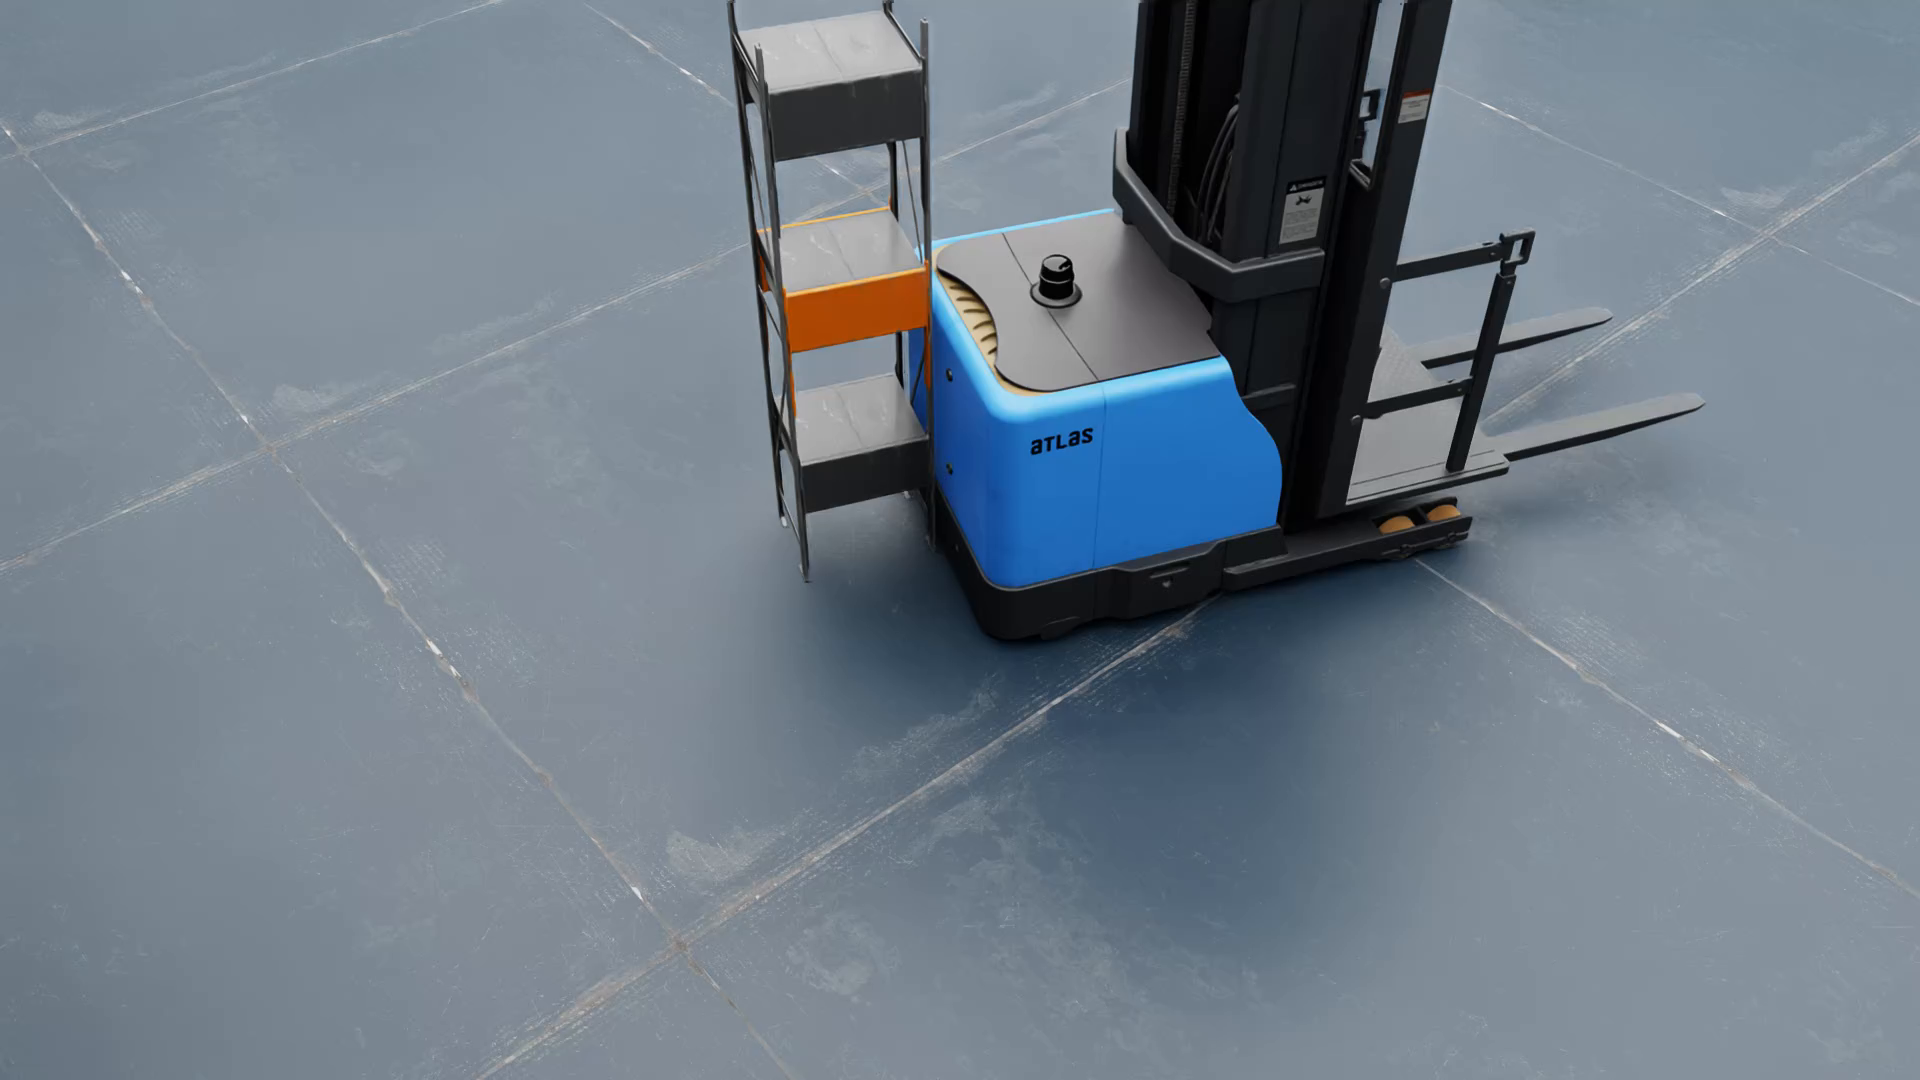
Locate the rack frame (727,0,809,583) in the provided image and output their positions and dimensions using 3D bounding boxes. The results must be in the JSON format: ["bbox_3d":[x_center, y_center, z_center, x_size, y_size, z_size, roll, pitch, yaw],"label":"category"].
[{"bbox_3d":[-0.623,-0.738,5.502,0.015,2.100,0.400,-13,45,-14],"label":"rack frame"}]

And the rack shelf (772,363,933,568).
[{"bbox_3d":[-0.392,-0.272,6.048,0.480,0.518,0.431,-13,45,-14],"label":"rack shelf"}]

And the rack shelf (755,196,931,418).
[{"bbox_3d":[-0.392,-0.782,5.569,0.480,0.518,0.431,-13,45,-14],"label":"rack shelf"}]

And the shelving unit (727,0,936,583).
[{"bbox_3d":[-0.392,-0.792,5.560,0.503,2.100,0.431,-13,45,-14],"label":"shelving unit"}]

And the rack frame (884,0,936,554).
[{"bbox_3d":[-0.161,-0.846,5.617,0.015,2.100,0.400,-13,45,-14],"label":"rack frame"}]

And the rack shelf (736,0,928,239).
[{"bbox_3d":[-0.392,-1.292,5.090,0.480,0.518,0.431,-13,45,-14],"label":"rack shelf"}]

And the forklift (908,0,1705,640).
[{"bbox_3d":[1.374,-1.324,5.519,3.031,2.935,1.130,-13,45,-14],"label":"forklift"}]
